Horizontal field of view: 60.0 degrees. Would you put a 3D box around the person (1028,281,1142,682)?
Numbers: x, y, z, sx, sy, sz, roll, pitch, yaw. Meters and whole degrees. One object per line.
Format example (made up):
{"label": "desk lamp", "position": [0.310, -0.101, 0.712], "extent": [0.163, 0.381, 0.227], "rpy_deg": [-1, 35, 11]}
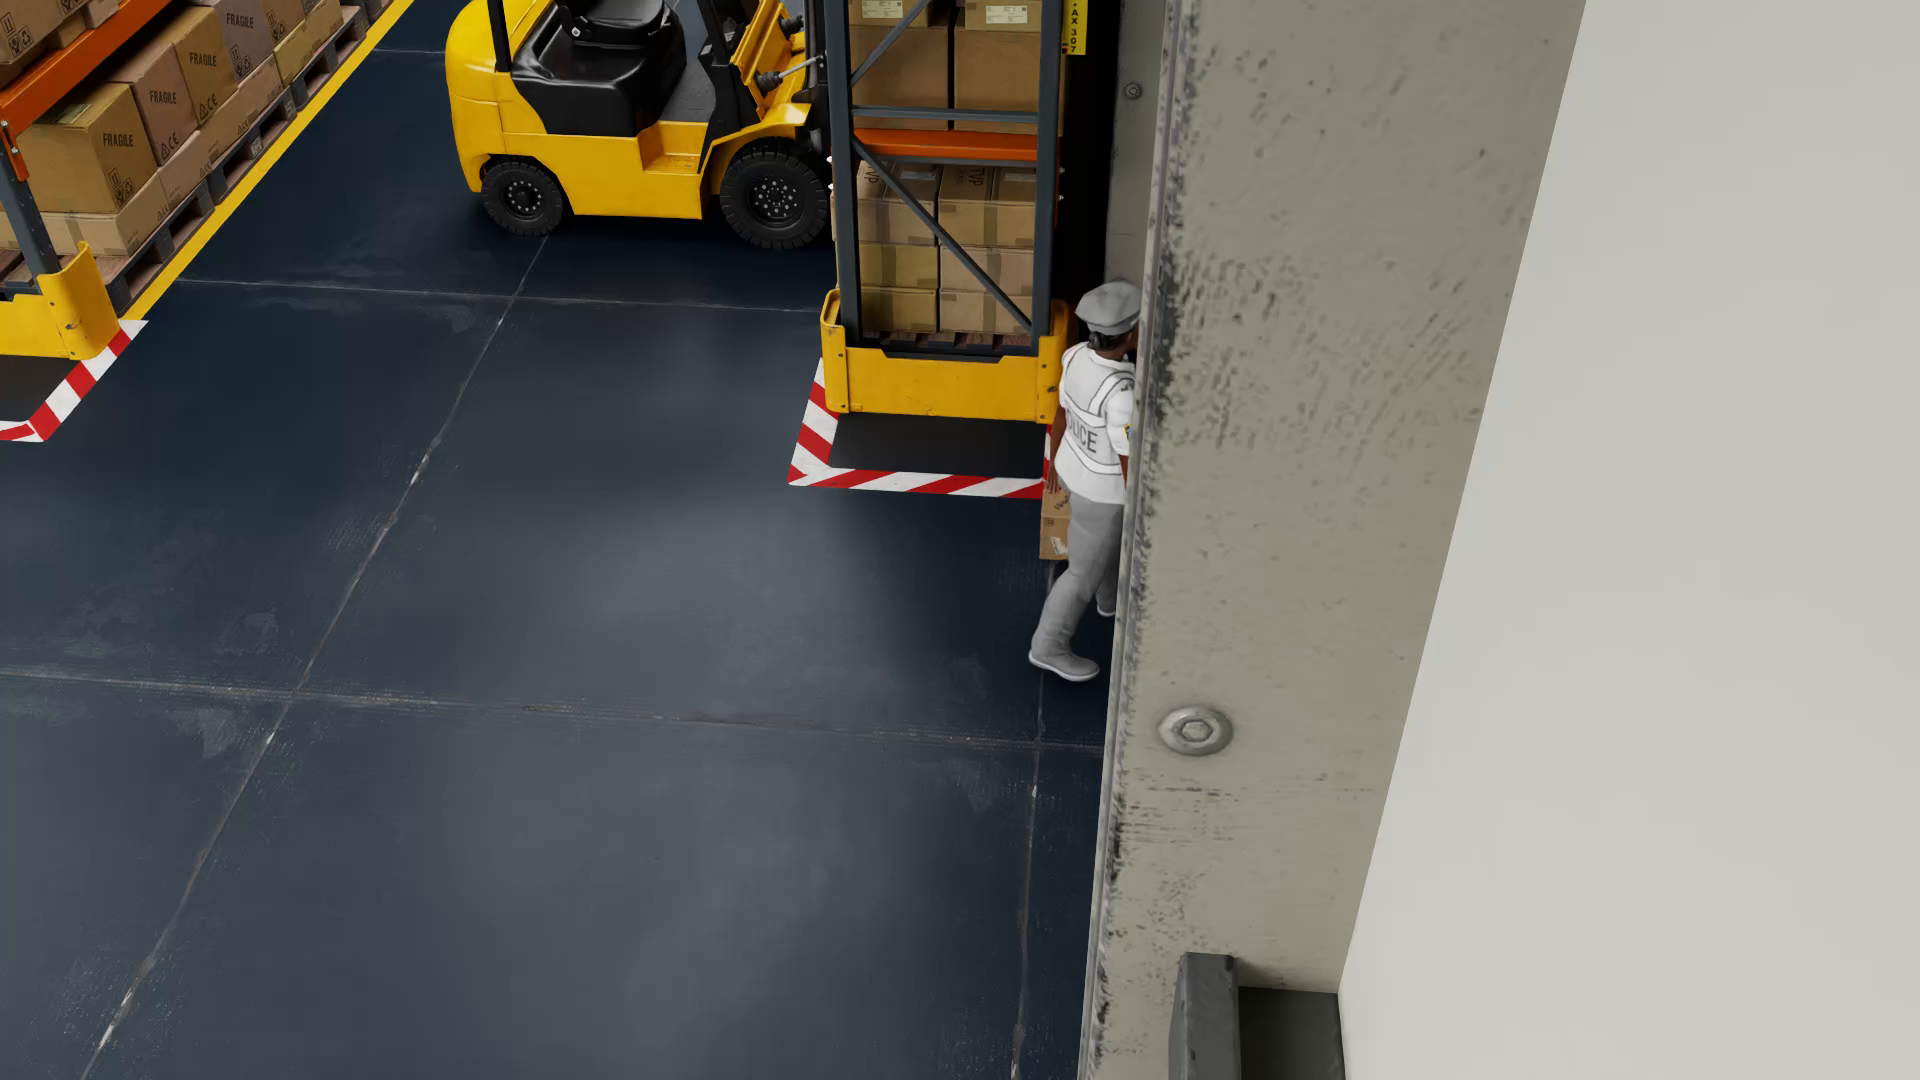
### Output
{"label": "person", "position": [0.570, -0.233, 6.408], "extent": [0.667, 1.651, 0.503], "rpy_deg": [-12, 42, -14]}
